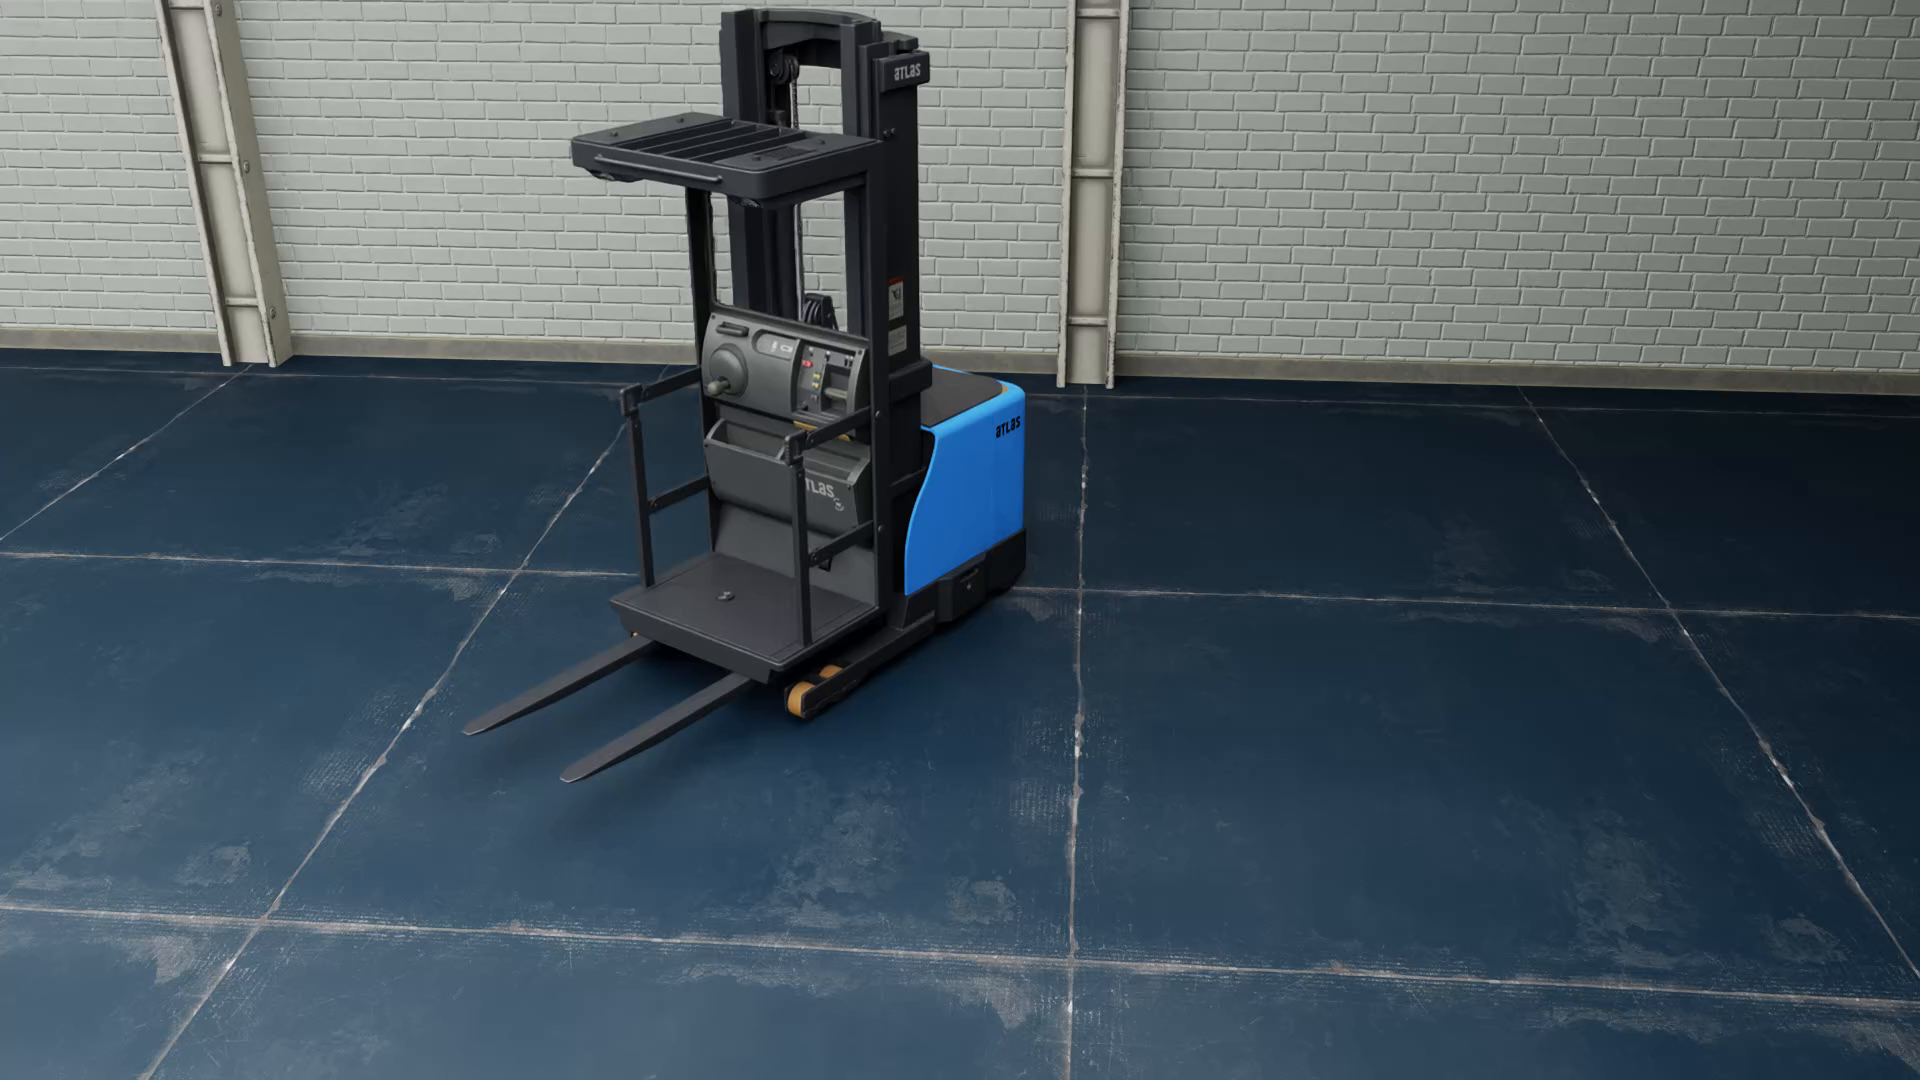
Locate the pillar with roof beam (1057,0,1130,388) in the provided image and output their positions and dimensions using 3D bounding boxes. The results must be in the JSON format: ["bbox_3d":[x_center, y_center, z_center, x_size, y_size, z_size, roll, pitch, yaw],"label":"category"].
[{"bbox_3d":[0.553,-3.416,5.908,0.400,9.000,9.100,2,25,4],"label":"pillar with roof beam"}]

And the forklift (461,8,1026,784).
[{"bbox_3d":[-0.931,-0.755,7.384,1.130,2.935,3.031,17,30,33],"label":"forklift"}]

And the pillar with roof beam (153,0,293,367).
[{"bbox_3d":[-5.429,-3.608,6.326,0.400,9.000,9.100,2,25,4],"label":"pillar with roof beam"}]
